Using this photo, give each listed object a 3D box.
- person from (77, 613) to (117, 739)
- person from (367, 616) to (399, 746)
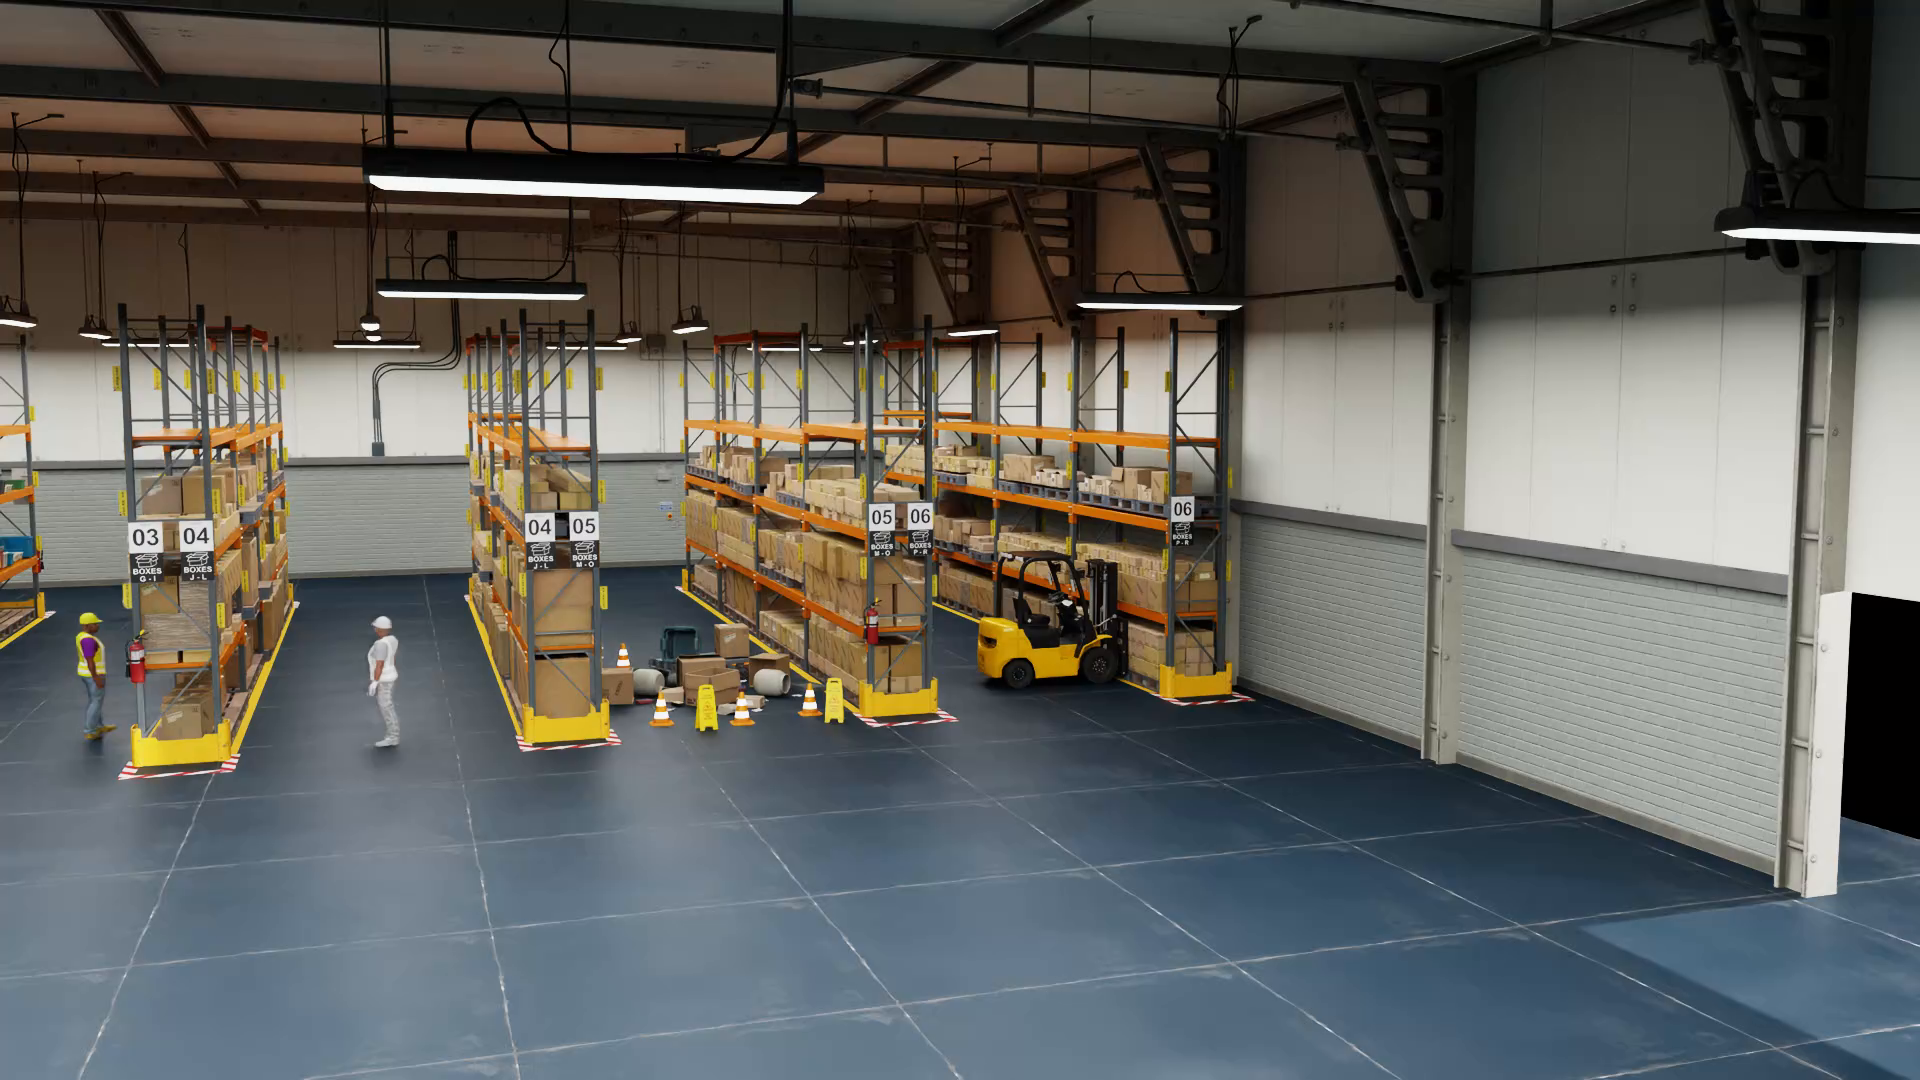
[{"bbox_3d":[-12.232,1.902,23.566,0.553,1.767,0.590,5,7,40],"label":"person"},{"bbox_3d":[-7.926,1.953,22.881,0.375,1.818,0.634,-1,5,-8],"label":"person"}]
